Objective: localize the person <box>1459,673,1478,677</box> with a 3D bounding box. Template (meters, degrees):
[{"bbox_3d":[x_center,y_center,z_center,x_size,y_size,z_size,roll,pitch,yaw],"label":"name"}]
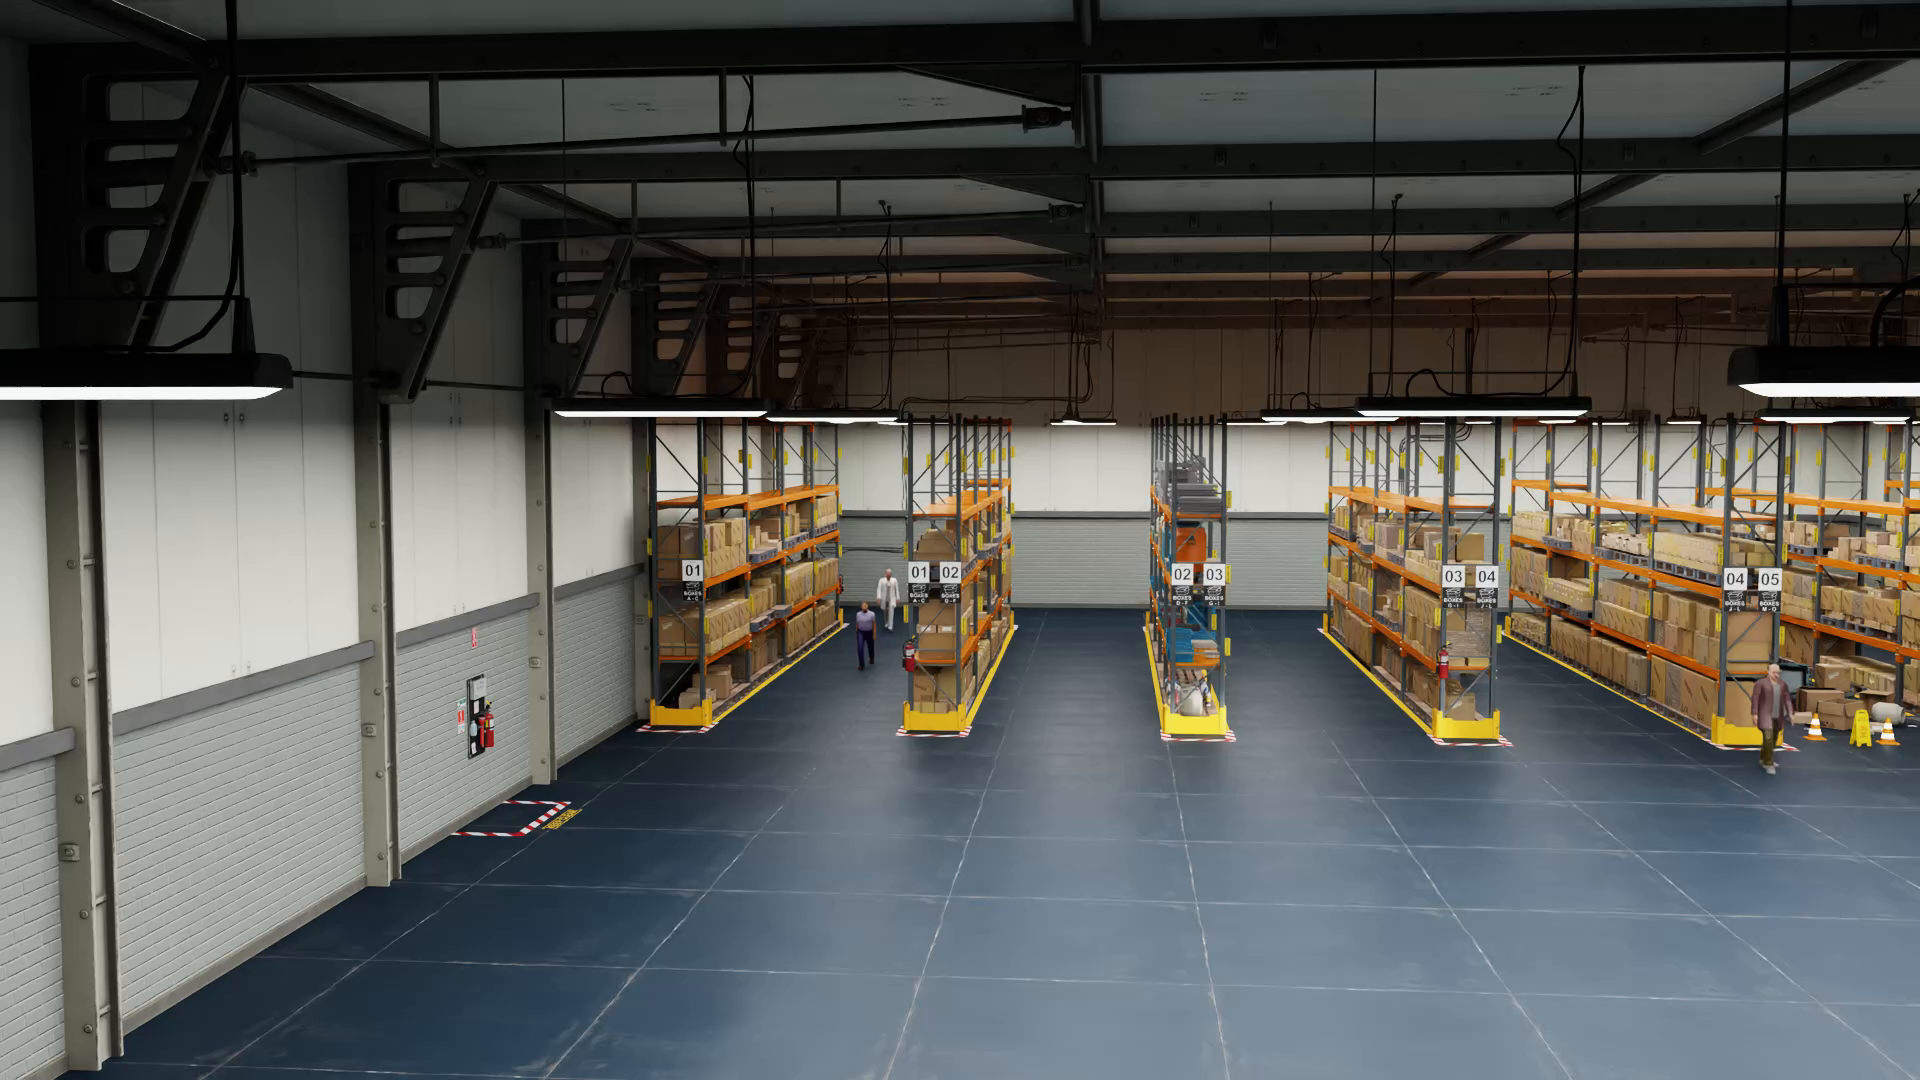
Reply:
[{"bbox_3d":[11.644,2.255,38.317,0.570,1.792,0.480,0,4,0],"label":"person"}]

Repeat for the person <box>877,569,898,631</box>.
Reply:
[{"bbox_3d":[-2.048,1.689,46.933,0.583,1.732,1.058,0,4,0],"label":"person"}]

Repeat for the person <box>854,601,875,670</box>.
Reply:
[{"bbox_3d":[-2.265,2.275,39.313,0.486,1.618,0.438,0,4,3],"label":"person"}]

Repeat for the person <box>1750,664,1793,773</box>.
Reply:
[{"bbox_3d":[13.600,2.968,27.879,0.643,1.800,0.645,1,4,10],"label":"person"}]
